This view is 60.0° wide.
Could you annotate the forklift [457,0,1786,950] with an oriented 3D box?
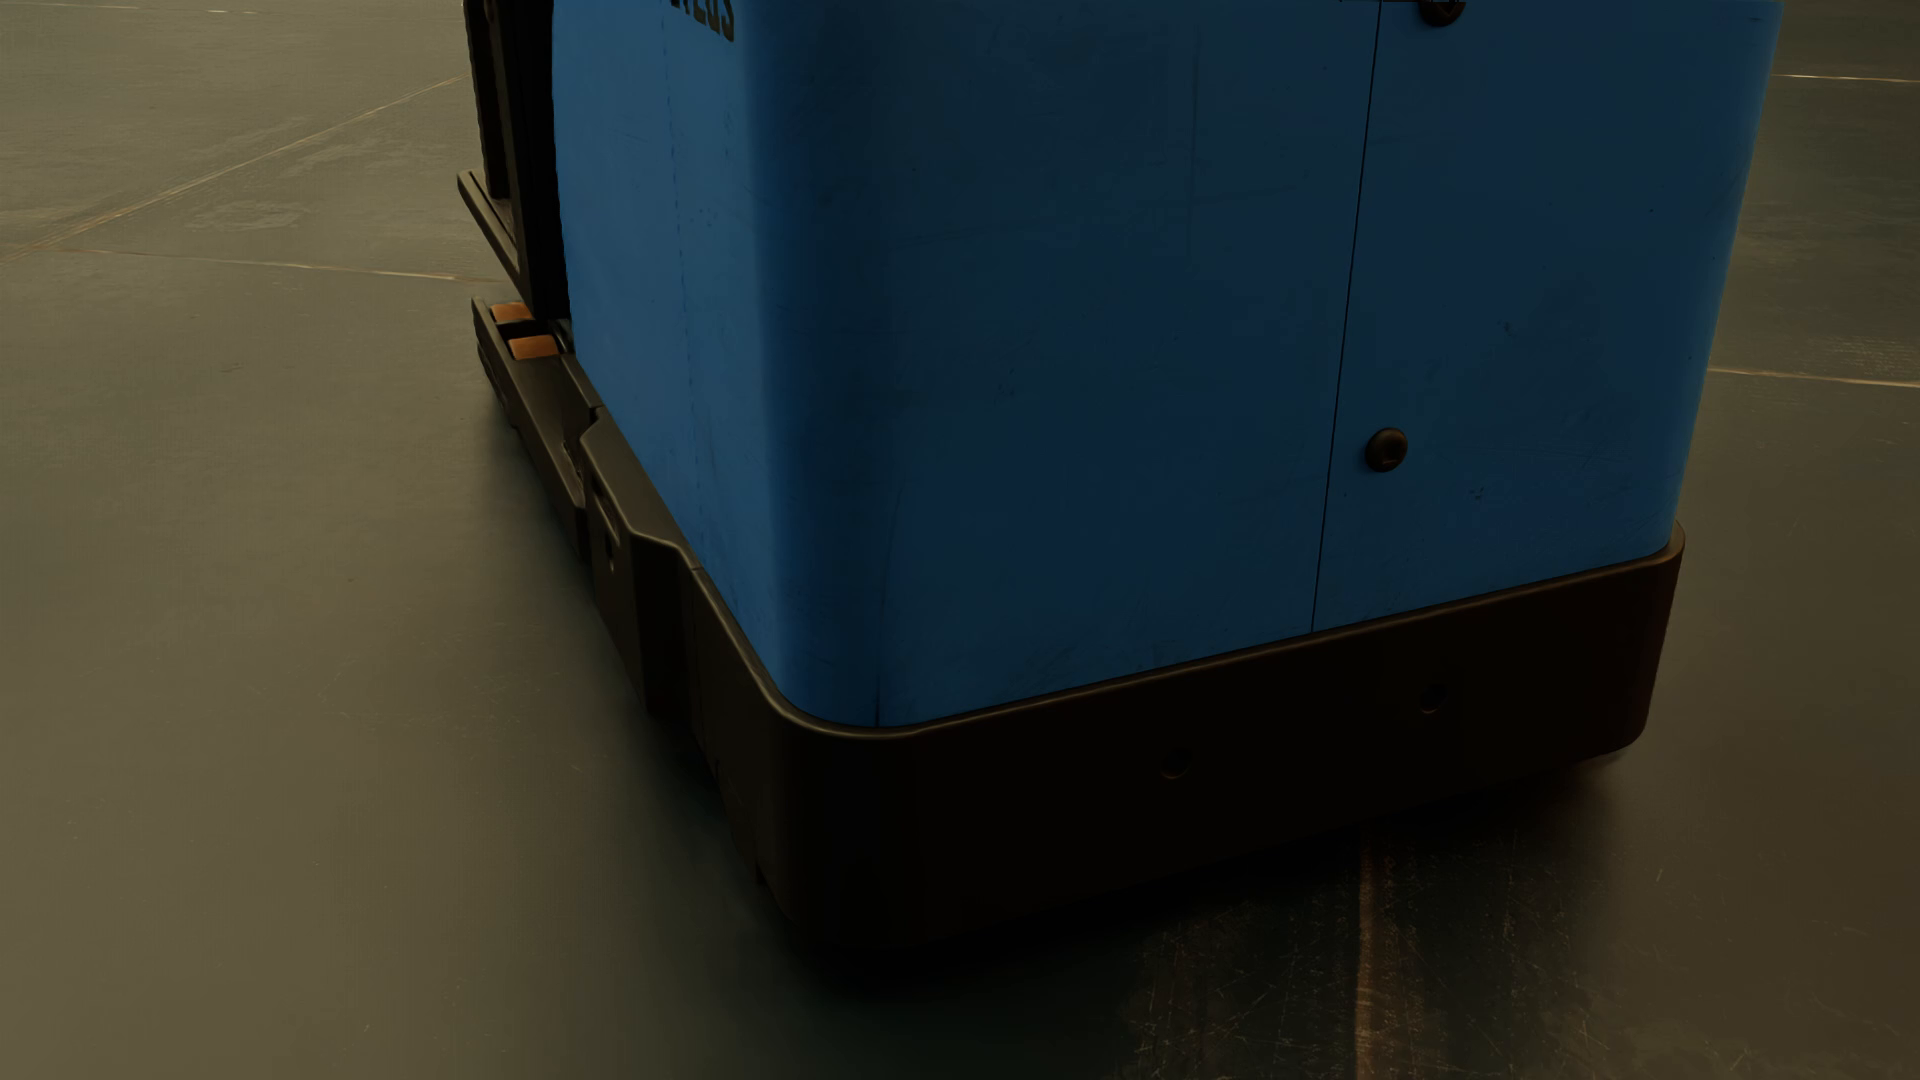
[{"bbox_3d":[-0.239,-1.562,2.342,1.130,2.935,3.031,-11,29,-20],"label":"forklift"}]
